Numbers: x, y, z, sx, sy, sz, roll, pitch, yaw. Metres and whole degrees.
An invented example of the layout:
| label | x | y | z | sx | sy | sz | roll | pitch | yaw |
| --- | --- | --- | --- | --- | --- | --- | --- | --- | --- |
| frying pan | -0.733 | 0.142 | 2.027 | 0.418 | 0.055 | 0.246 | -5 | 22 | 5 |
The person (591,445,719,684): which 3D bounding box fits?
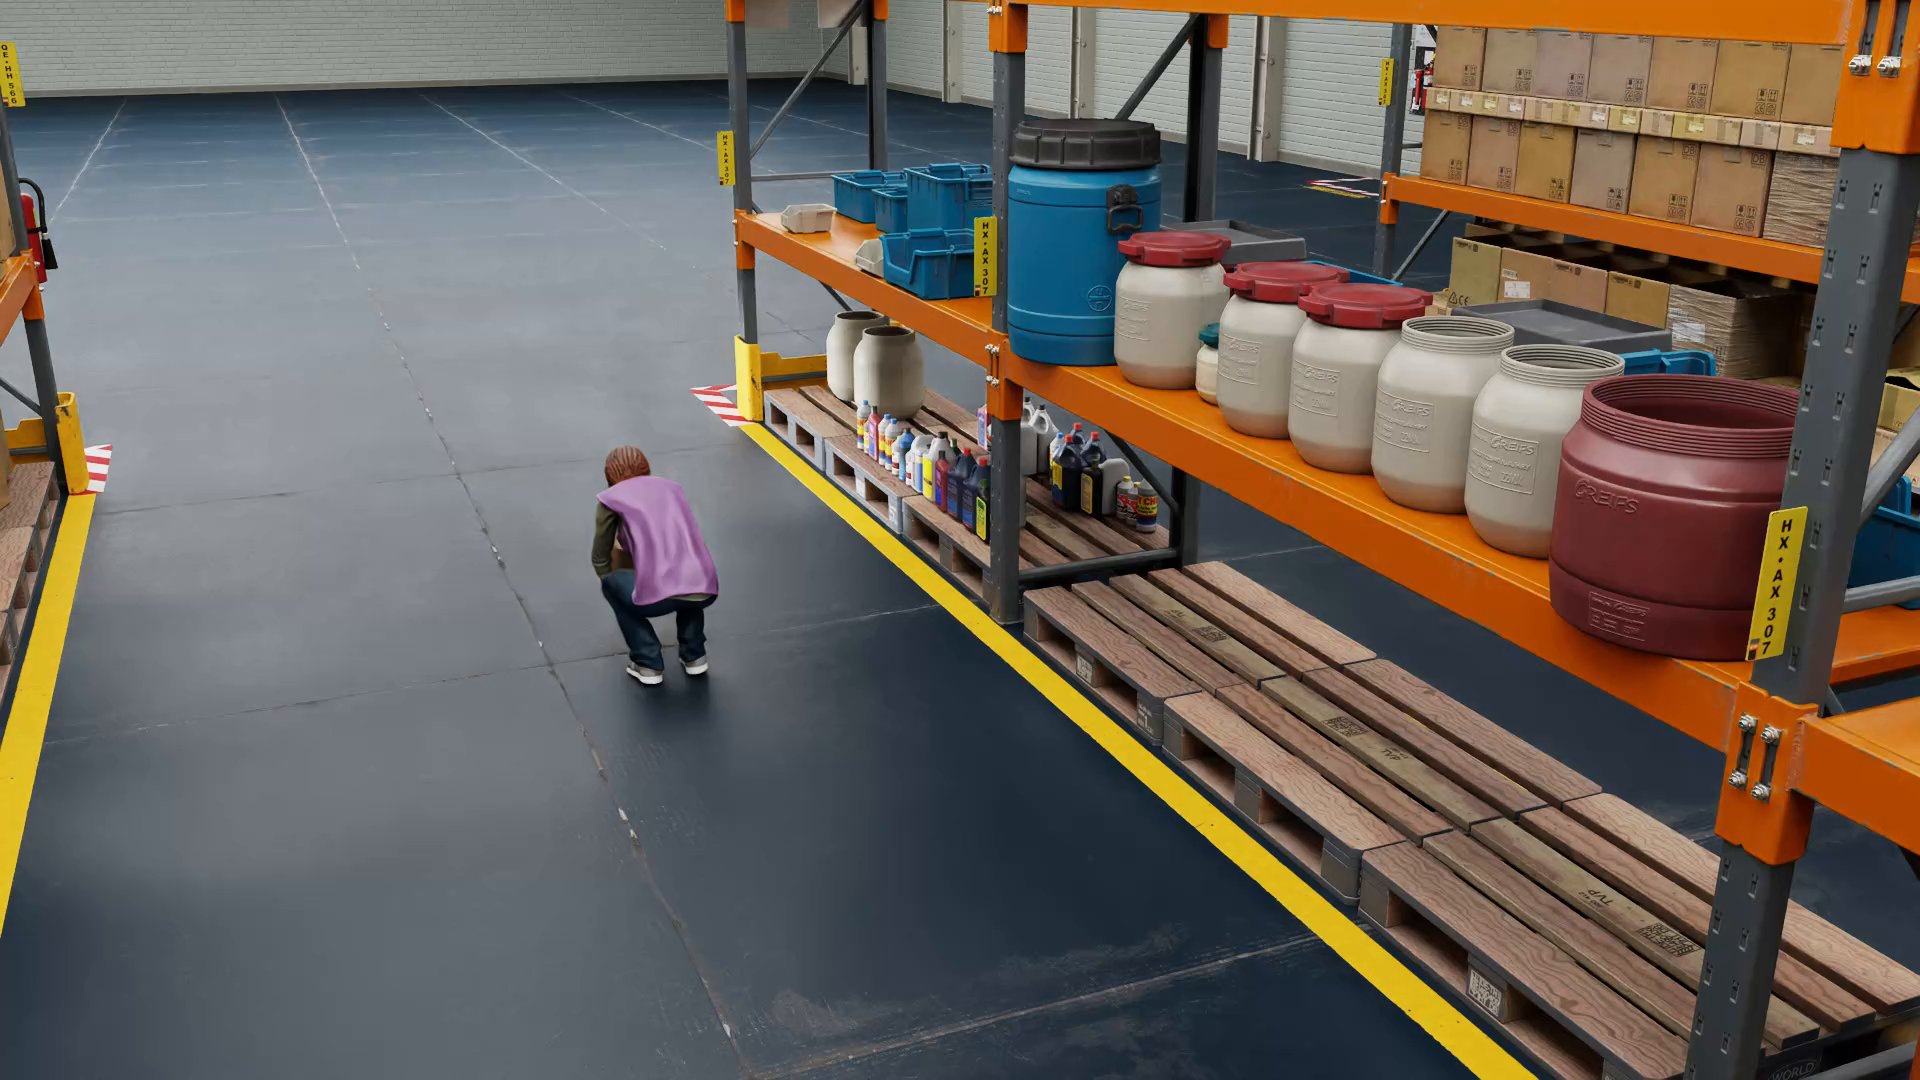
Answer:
| label | x | y | z | sx | sy | sz | roll | pitch | yaw |
| --- | --- | --- | --- | --- | --- | --- | --- | --- | --- |
| person | -1.263 | 0.100 | 6.872 | 0.438 | 0.894 | 0.811 | -8 | 21 | -22 |
